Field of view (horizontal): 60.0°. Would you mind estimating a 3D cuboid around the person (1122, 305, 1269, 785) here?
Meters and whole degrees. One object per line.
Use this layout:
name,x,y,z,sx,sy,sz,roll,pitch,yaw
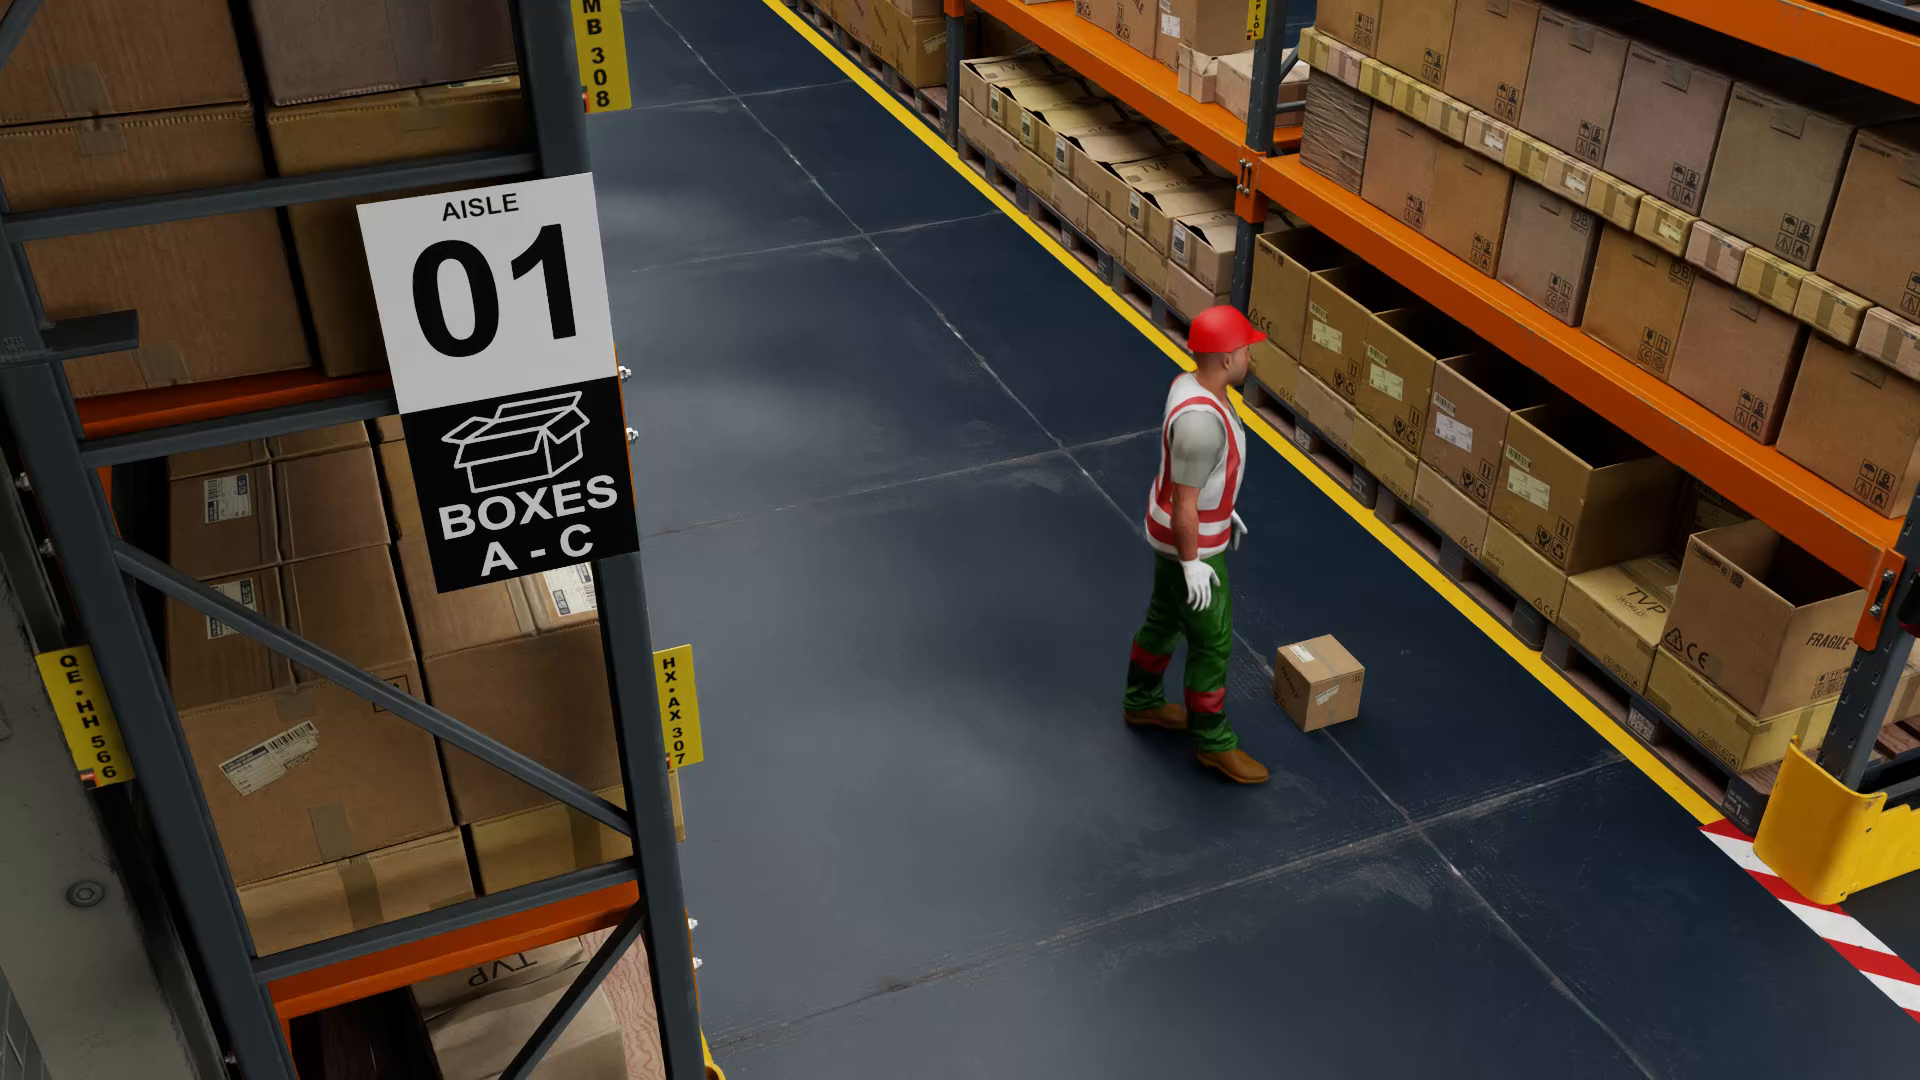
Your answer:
person,0.921,0.007,6.082,0.571,1.783,0.601,4,33,6
